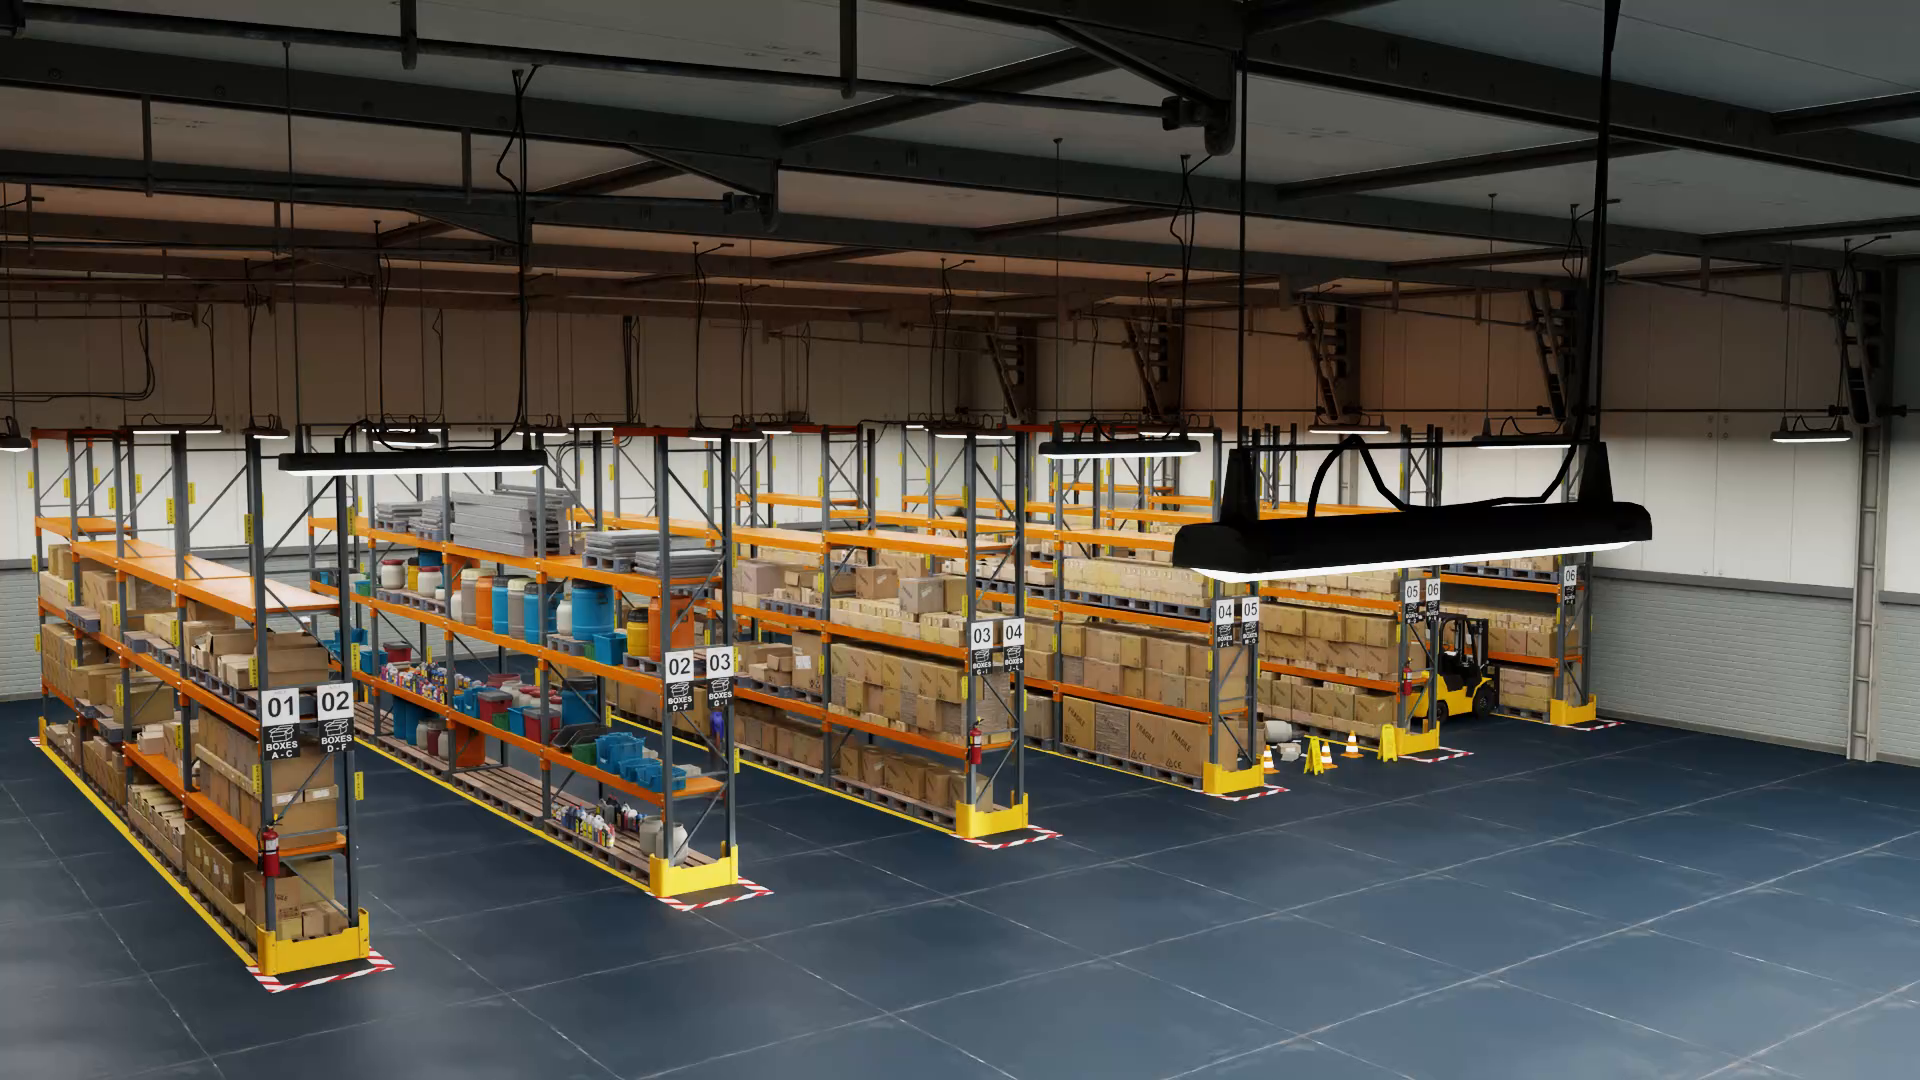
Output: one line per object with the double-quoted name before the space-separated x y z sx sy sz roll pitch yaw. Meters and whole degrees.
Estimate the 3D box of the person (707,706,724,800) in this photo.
"person" -3.948 3.384 27.052 0.325 1.667 0.565 -1 5 -16

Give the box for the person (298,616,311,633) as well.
"person" -5.960 0.394 18.276 30.161 9.003 28.174 2 5 22
